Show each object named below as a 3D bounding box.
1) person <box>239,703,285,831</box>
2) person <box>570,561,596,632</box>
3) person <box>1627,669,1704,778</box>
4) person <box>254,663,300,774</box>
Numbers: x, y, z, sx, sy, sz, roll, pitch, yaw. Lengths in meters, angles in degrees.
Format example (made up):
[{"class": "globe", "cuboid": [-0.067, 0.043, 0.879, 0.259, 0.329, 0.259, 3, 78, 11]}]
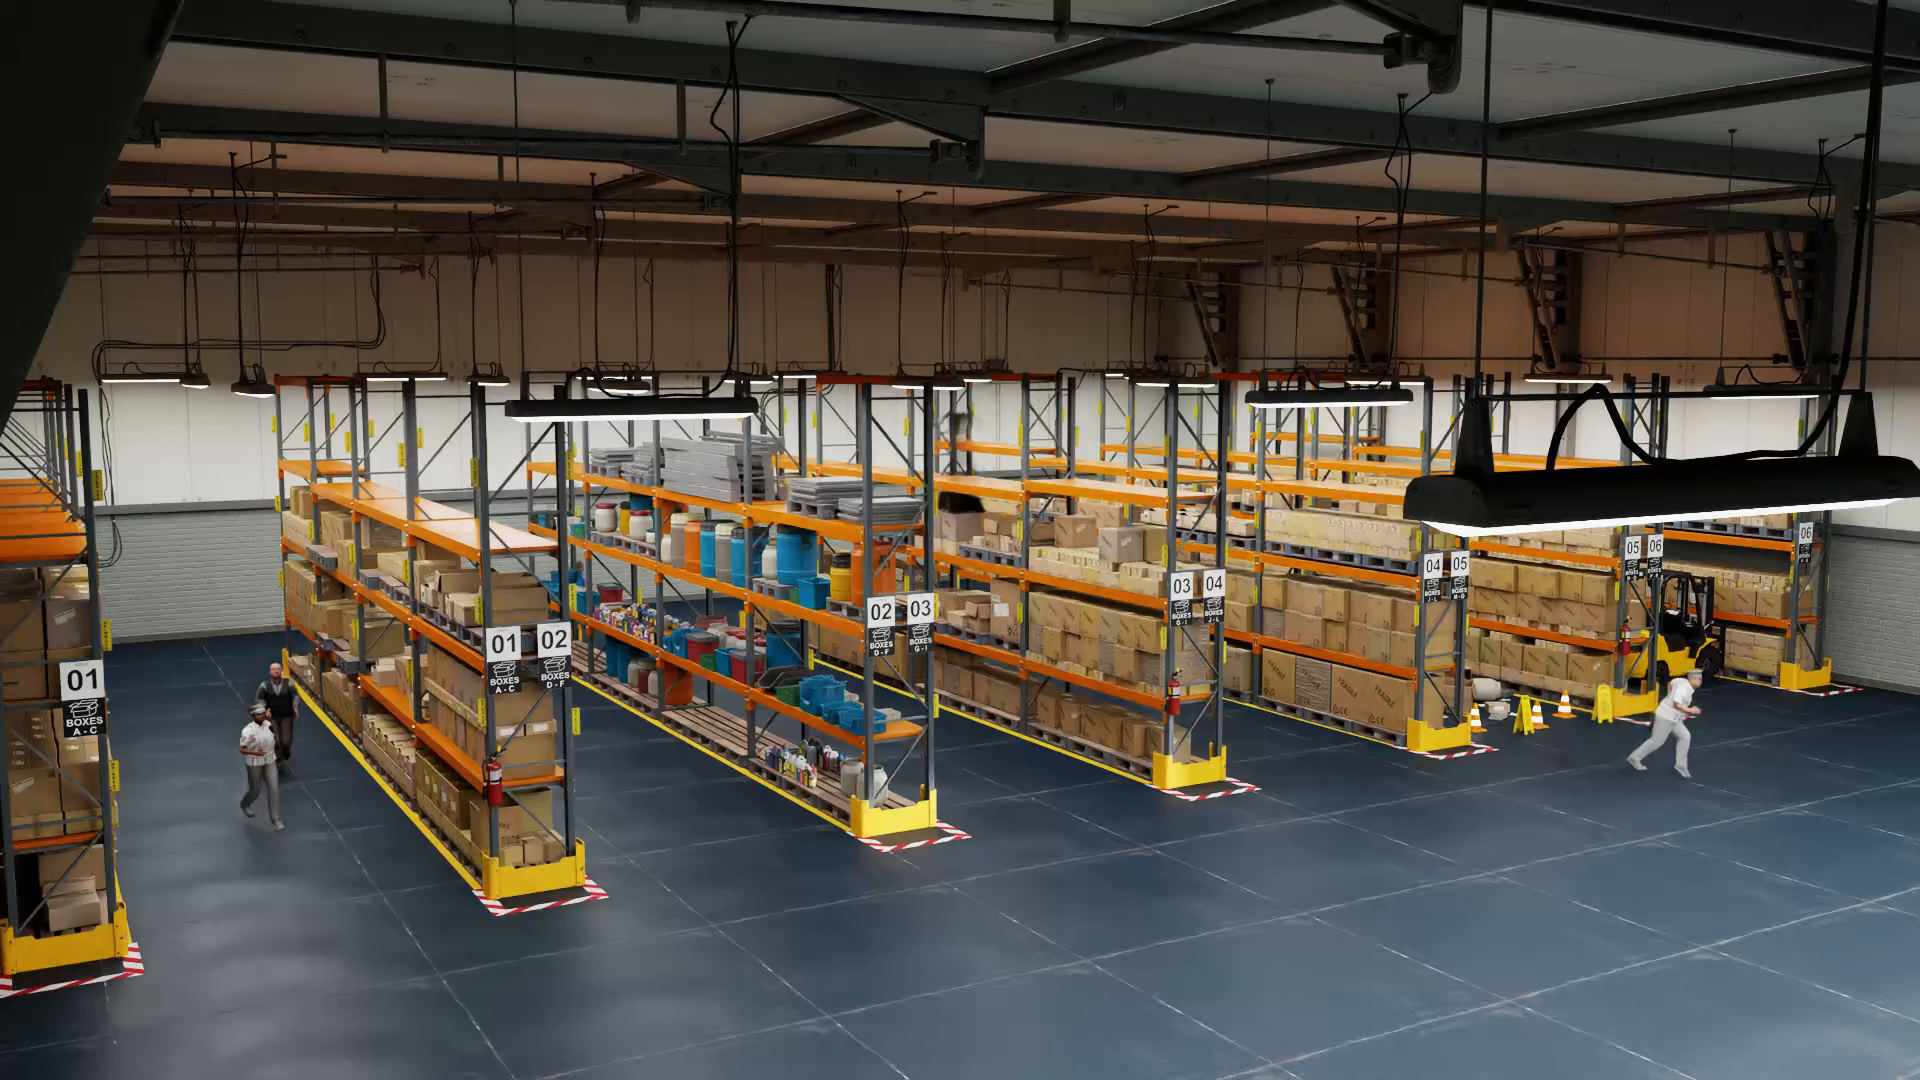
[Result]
[{"class": "person", "cuboid": [-9.453, 3.033, 22.460, 0.924, 1.711, 0.579, 5, 8, 39]}, {"class": "person", "cuboid": [-8.736, 1.355, 38.132, 0.786, 1.747, 0.540, -3, 7, -22]}, {"class": "person", "cuboid": [10.721, 2.780, 25.292, 1.015, 1.720, 0.708, 3, 7, 25]}, {"class": "person", "cuboid": [-10.450, 2.720, 25.496, 0.661, 1.682, 0.585, -3, 7, -25]}]
